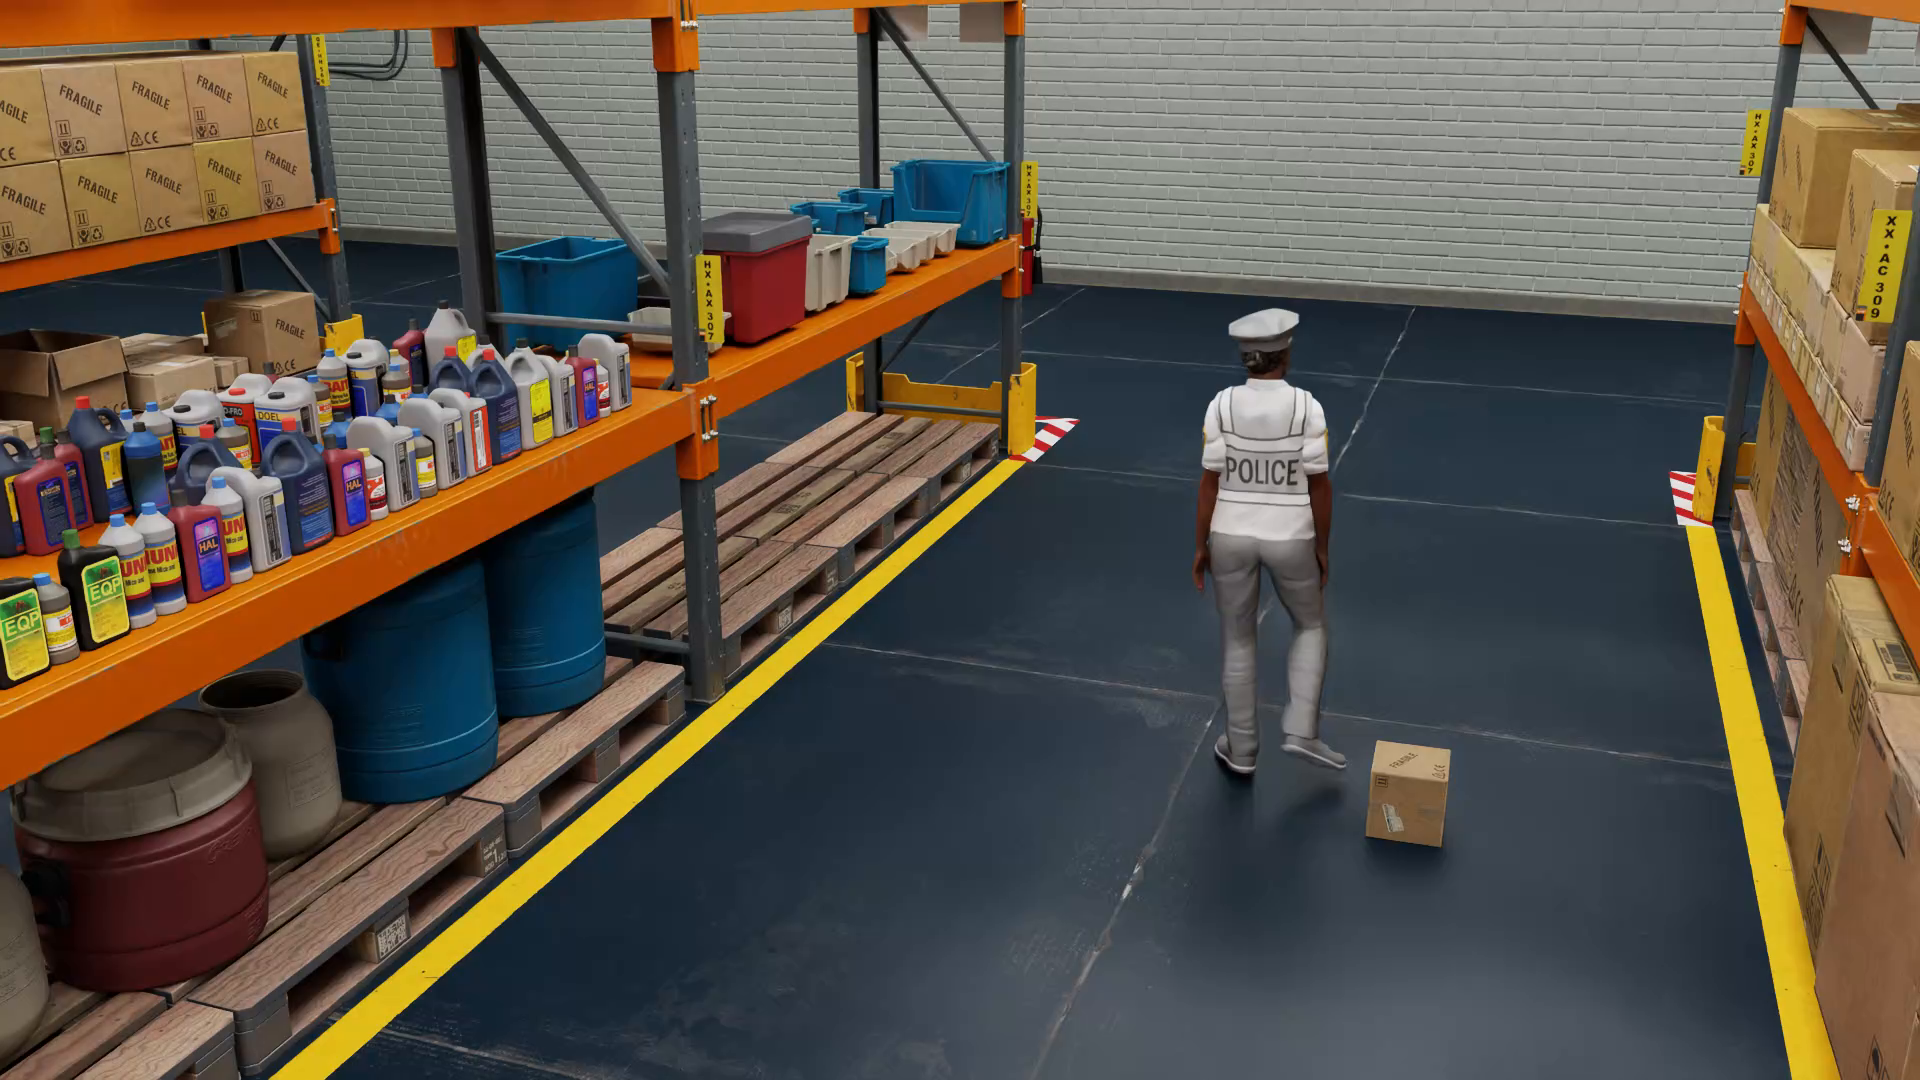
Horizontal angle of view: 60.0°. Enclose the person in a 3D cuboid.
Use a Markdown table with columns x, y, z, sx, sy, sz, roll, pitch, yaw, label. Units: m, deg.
| x | y | z | sx | sy | sz | roll | pitch | yaw | label |
| --- | --- | --- | --- | --- | --- | --- | --- | --- | --- |
| 1.126 | 0.034 | 5.911 | 0.590 | 1.660 | 0.459 | 4 | 19 | 11 | person |
